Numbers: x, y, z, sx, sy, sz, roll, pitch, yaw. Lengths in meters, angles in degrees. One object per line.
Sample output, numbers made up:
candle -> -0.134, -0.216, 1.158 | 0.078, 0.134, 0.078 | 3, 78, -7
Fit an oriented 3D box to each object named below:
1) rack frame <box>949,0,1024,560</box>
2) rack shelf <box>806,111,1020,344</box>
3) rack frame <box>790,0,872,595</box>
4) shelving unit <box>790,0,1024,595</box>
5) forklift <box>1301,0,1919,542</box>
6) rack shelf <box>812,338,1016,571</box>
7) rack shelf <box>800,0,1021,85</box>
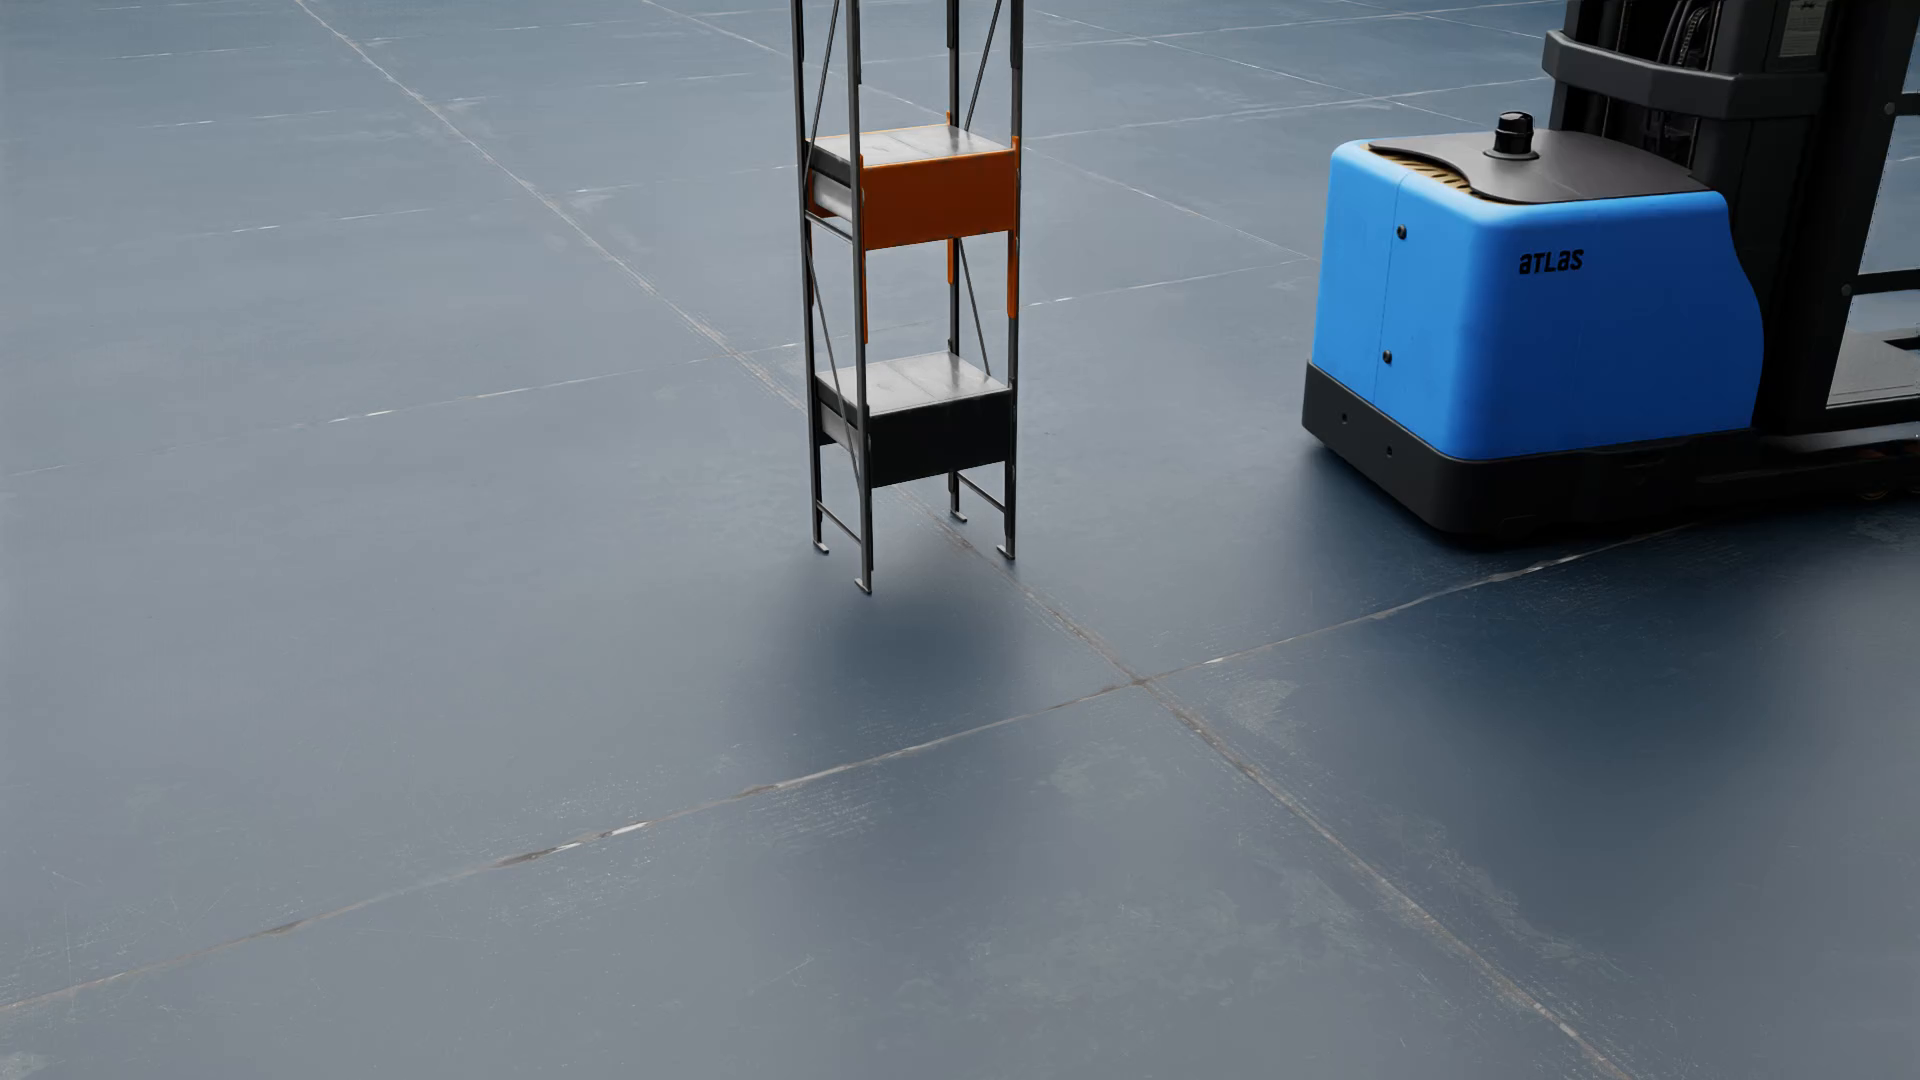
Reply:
rack frame -> 0.069, -0.963, 4.829 | 0.015, 2.100, 0.400 | -13, 29, -25
rack shelf -> -0.146, -0.901, 4.731 | 0.480, 0.518, 0.431 | -13, 29, -25
rack frame -> -0.361, -0.863, 4.622 | 0.015, 2.100, 0.400 | -13, 29, -25
shelving unit -> -0.146, -0.913, 4.725 | 0.503, 2.100, 0.431 | -13, 29, -25
forklift -> 2.795, -1.664, 5.330 | 3.031, 2.935, 1.130 | -7, 27, -15
rack shelf -> -0.146, -0.270, 5.034 | 0.480, 0.518, 0.431 | -13, 29, -25
rack shelf -> -0.146, -1.532, 4.428 | 0.480, 0.518, 0.431 | -13, 29, -25
